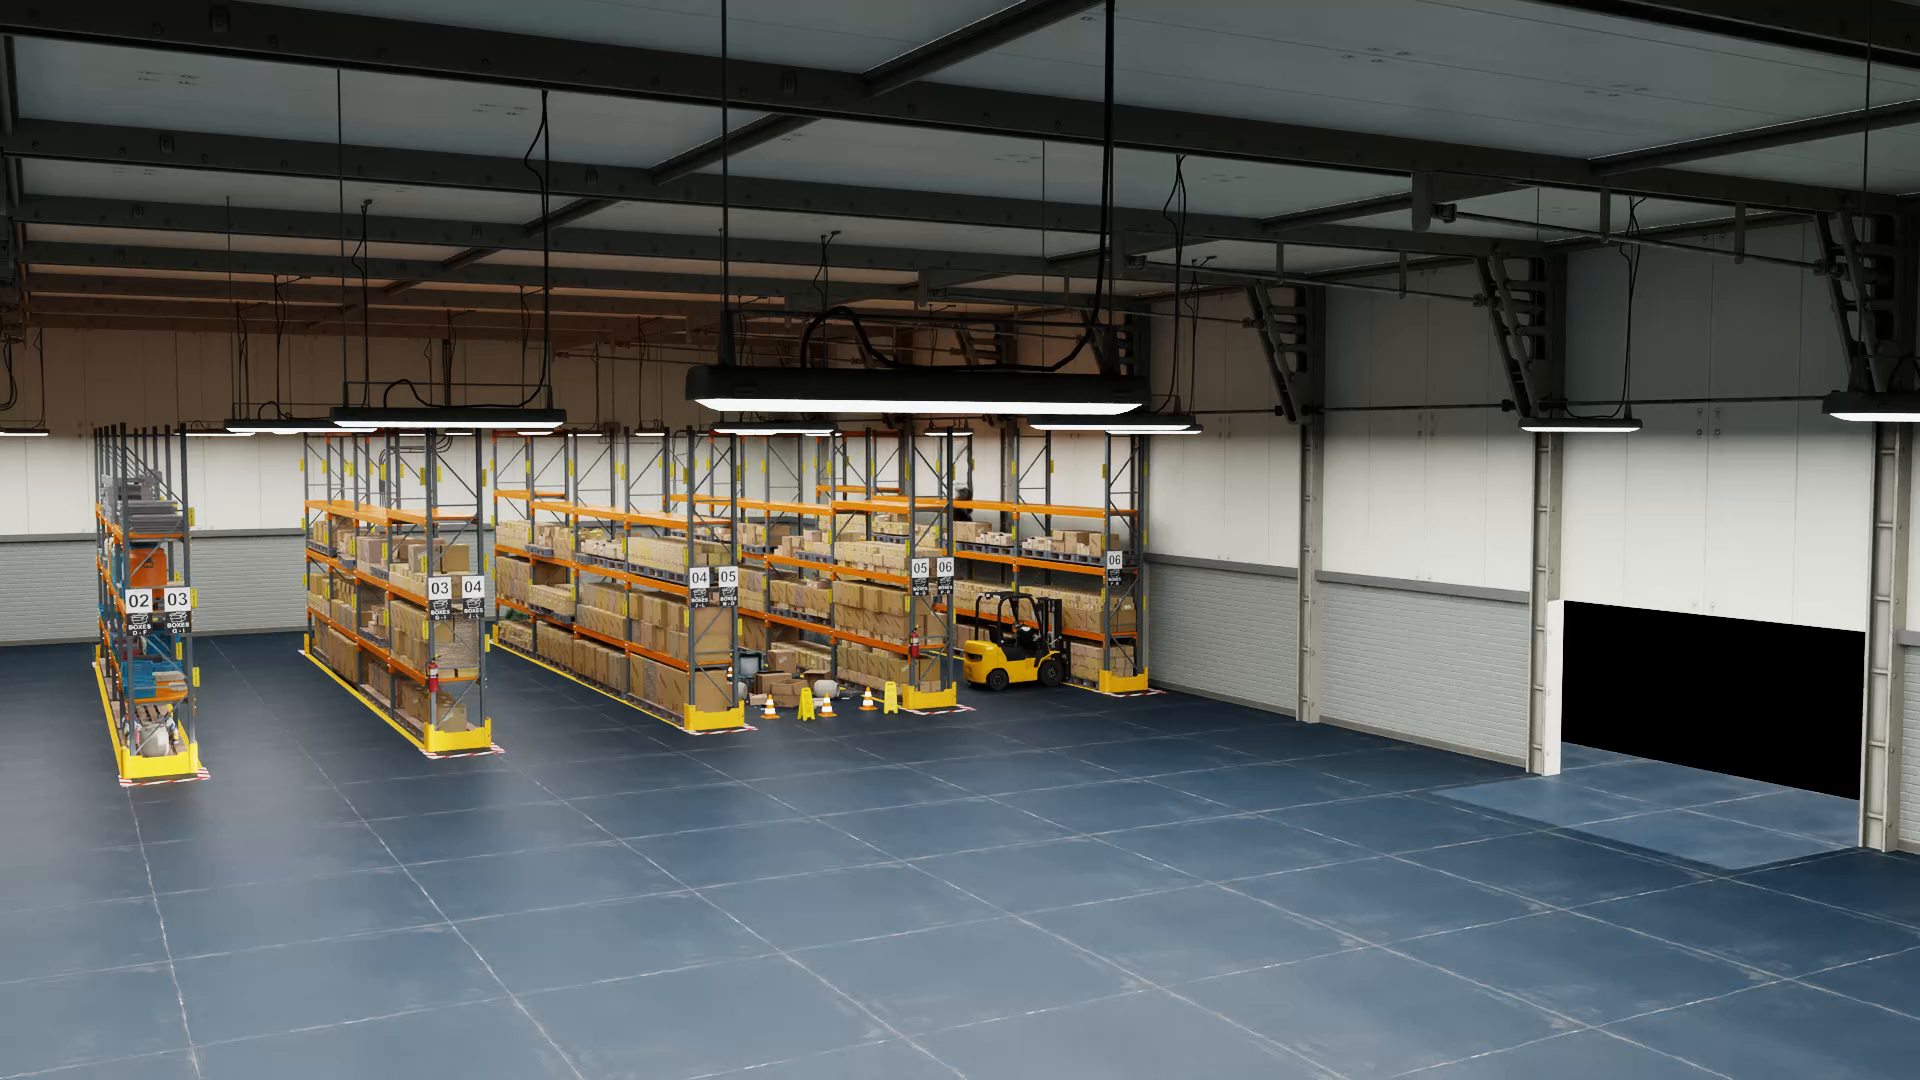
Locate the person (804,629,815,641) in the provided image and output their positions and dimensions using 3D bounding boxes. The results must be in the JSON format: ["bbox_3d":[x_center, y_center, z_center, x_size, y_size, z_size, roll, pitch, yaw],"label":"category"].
[{"bbox_3d":[-4.357,1.988,47.128,0.662,1.782,0.644,-3,4,-38],"label":"person"}]

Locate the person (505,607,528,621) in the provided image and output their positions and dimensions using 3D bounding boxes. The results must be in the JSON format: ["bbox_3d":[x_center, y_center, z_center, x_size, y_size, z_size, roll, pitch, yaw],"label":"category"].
[{"bbox_3d":[-12.851,1.923,48.243,1.134,1.813,0.623,-2,4,-33],"label":"person"}]
